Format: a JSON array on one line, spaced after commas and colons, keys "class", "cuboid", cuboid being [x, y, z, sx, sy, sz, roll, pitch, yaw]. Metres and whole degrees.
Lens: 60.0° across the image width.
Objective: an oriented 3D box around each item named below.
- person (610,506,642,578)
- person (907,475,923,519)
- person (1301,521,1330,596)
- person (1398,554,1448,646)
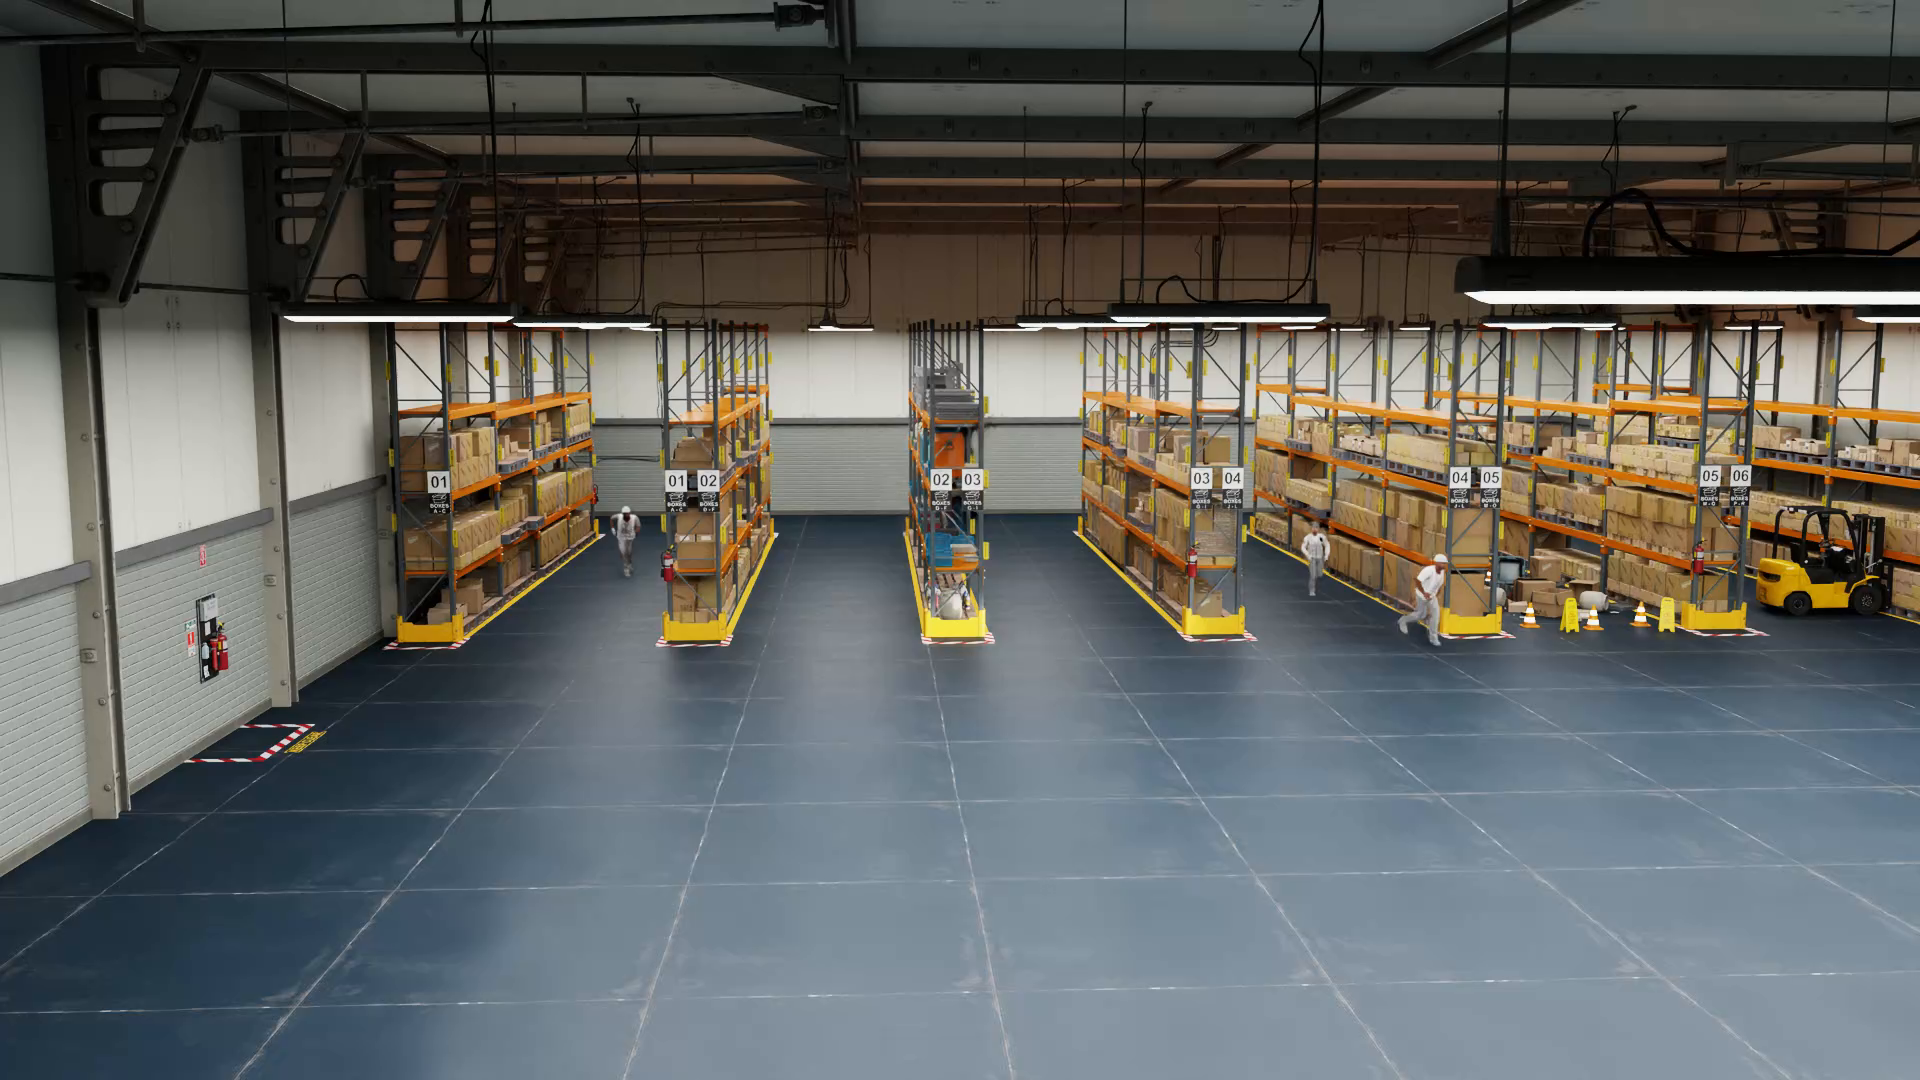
[{"class": "person", "cuboid": [-7.948, 0.019, 39.623, 0.729, 1.732, 1.037, -1, 7, -10]}, {"class": "person", "cuboid": [-1.222, -1.223, 49.590, 0.681, 1.685, 0.707, 1, 7, 5]}, {"class": "person", "cuboid": [7.795, 0.405, 36.490, 0.648, 1.654, 0.616, 0, 7, 1]}, {"class": "person", "cuboid": [8.652, 1.080, 31.025, 0.722, 1.706, 1.028, -6, 10, -42]}]
